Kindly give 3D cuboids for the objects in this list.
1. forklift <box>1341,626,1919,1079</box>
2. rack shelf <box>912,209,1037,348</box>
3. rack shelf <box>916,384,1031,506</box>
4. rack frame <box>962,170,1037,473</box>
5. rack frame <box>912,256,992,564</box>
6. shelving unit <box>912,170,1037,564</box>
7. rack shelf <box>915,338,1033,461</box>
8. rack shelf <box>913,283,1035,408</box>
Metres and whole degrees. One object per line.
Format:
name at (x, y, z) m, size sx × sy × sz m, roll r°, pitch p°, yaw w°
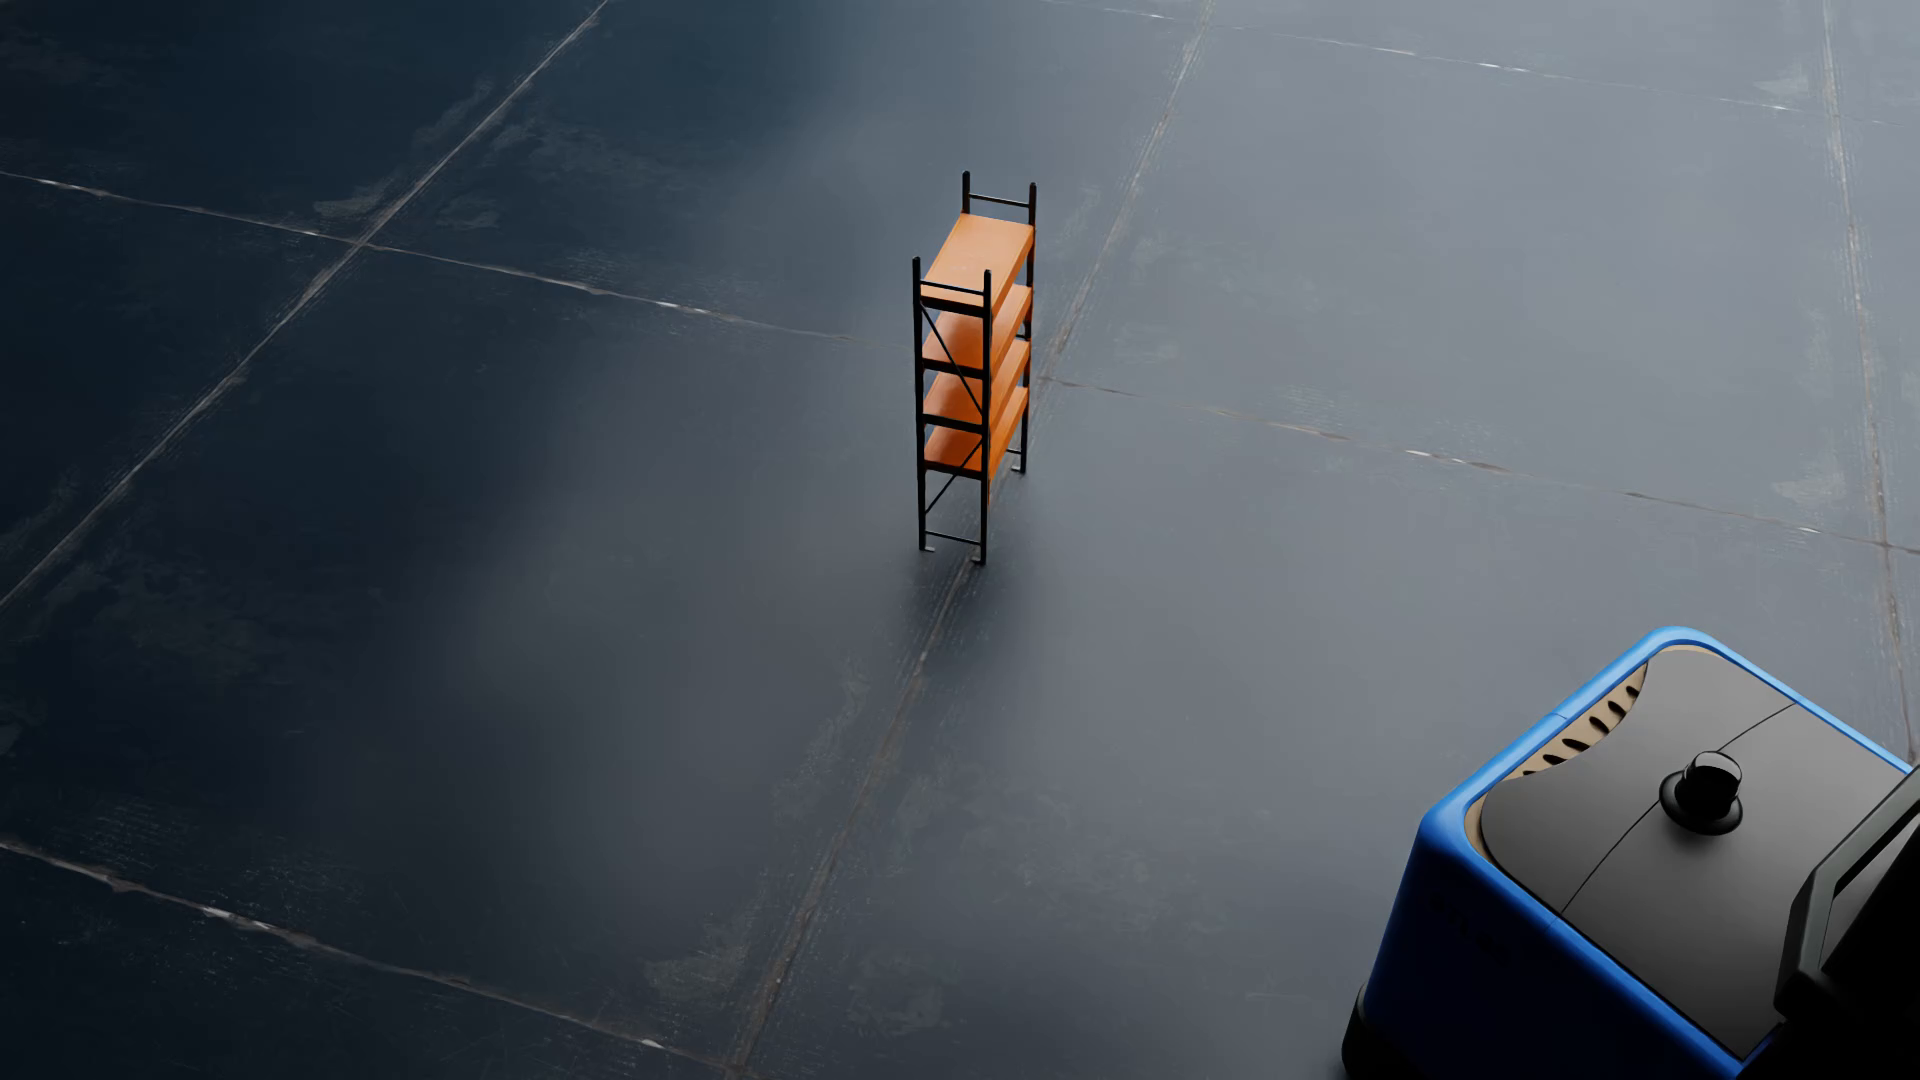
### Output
forklift at (2.307, 0.913, 2.721) m, size 1.130 × 2.935 × 3.031 m, roll -30°, pitch 52°, yaw -27°
rack shelf at (0.050, -0.820, 5.168) m, size 0.258 × 0.148 × 0.480 m, roll 13°, pitch 46°, yaw 13°
rack shelf at (0.050, -0.349, 5.629) m, size 0.258 × 0.148 × 0.480 m, roll 13°, pitch 46°, yaw 13°
rack frame at (0.124, -0.702, 5.609) m, size 0.240 × 1.200 × 0.015 m, roll 13°, pitch 46°, yaw 13°
rack frame at (-0.024, -0.377, 5.277) m, size 0.240 × 1.200 × 0.015 m, roll 13°, pitch 46°, yaw 13°
shelving unit at (0.050, -0.539, 5.443) m, size 0.258 × 1.200 × 0.503 m, roll 13°, pitch 46°, yaw 13°
rack shelf at (0.050, -0.491, 5.490) m, size 0.258 × 0.148 × 0.480 m, roll 13°, pitch 46°, yaw 13°
rack shelf at (0.050, -0.651, 5.334) m, size 0.258 × 0.148 × 0.480 m, roll 13°, pitch 46°, yaw 13°
